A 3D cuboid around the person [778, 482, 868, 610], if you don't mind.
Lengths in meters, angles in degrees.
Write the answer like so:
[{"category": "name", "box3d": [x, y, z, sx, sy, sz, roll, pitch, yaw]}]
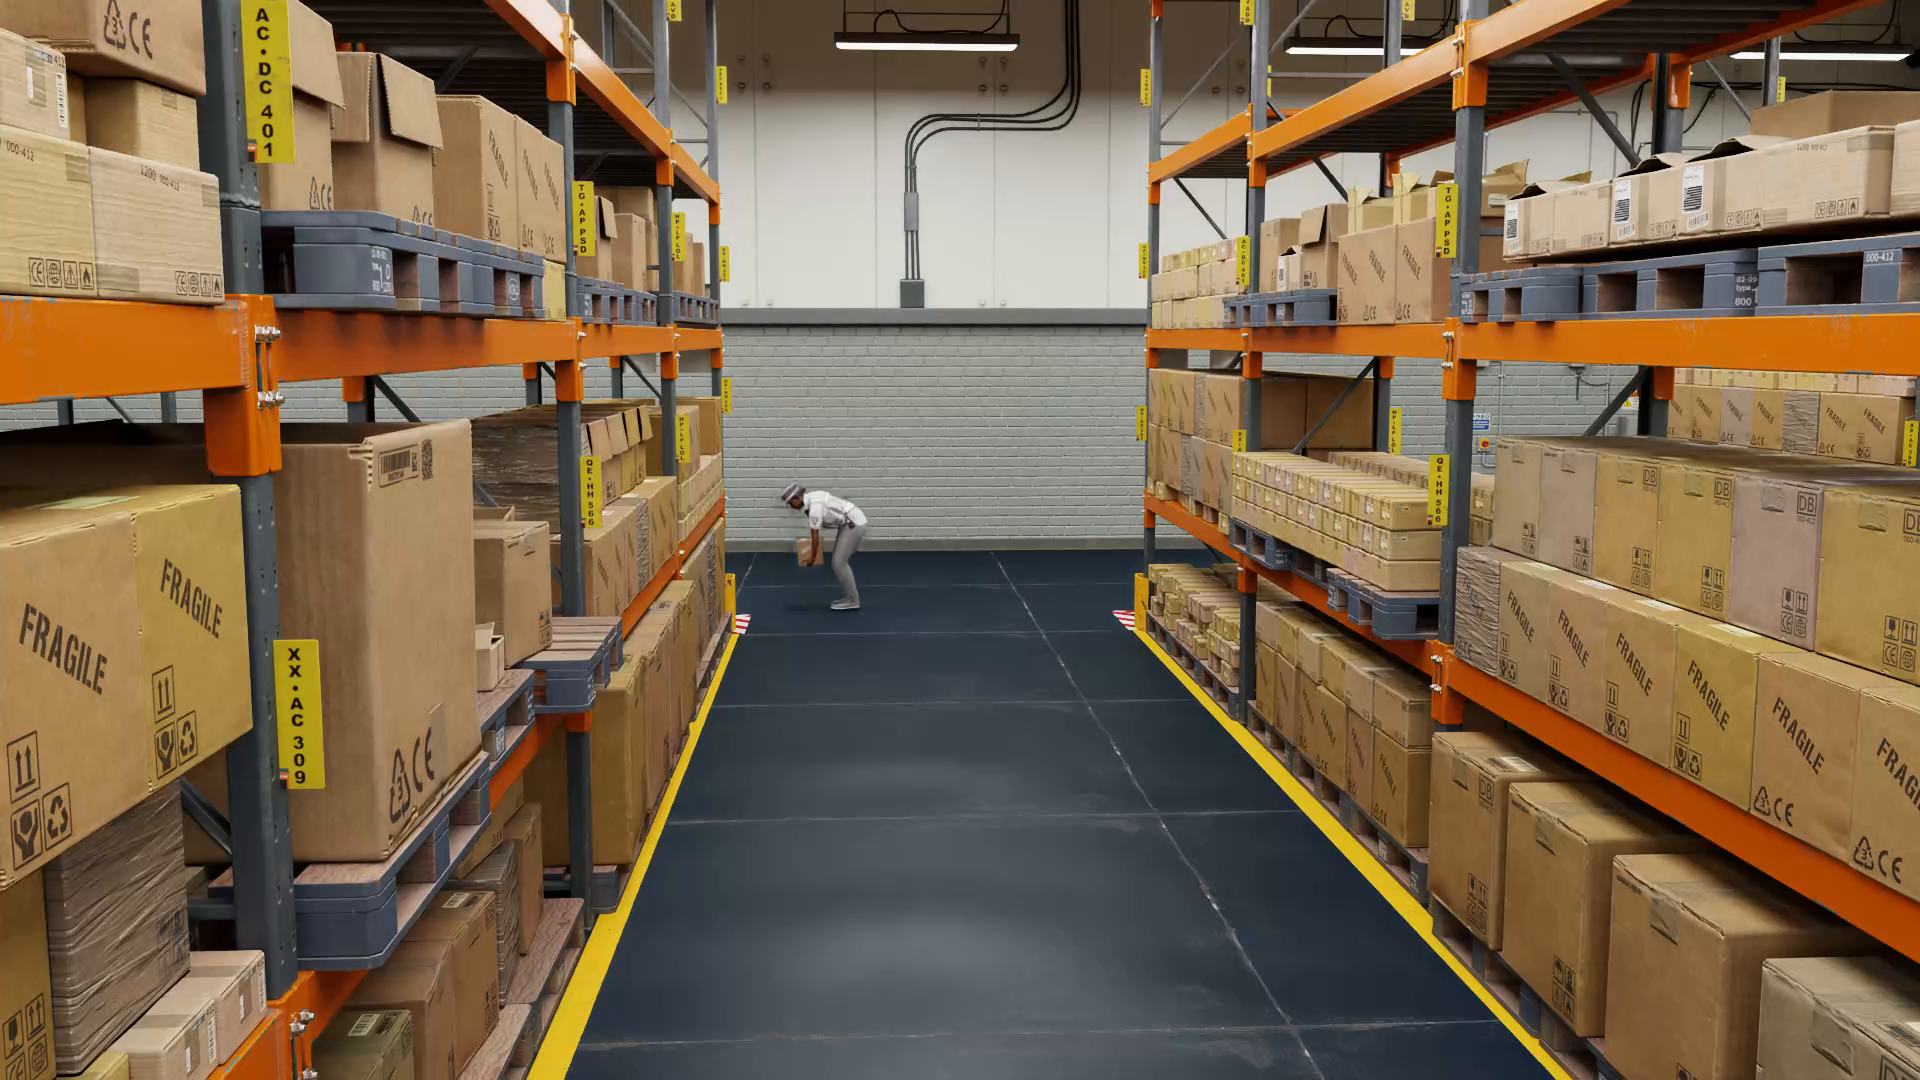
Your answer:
[{"category": "person", "box3d": [-1.385, 0.056, 16.854, 0.902, 1.291, 0.414, -1, 7, -5]}]
